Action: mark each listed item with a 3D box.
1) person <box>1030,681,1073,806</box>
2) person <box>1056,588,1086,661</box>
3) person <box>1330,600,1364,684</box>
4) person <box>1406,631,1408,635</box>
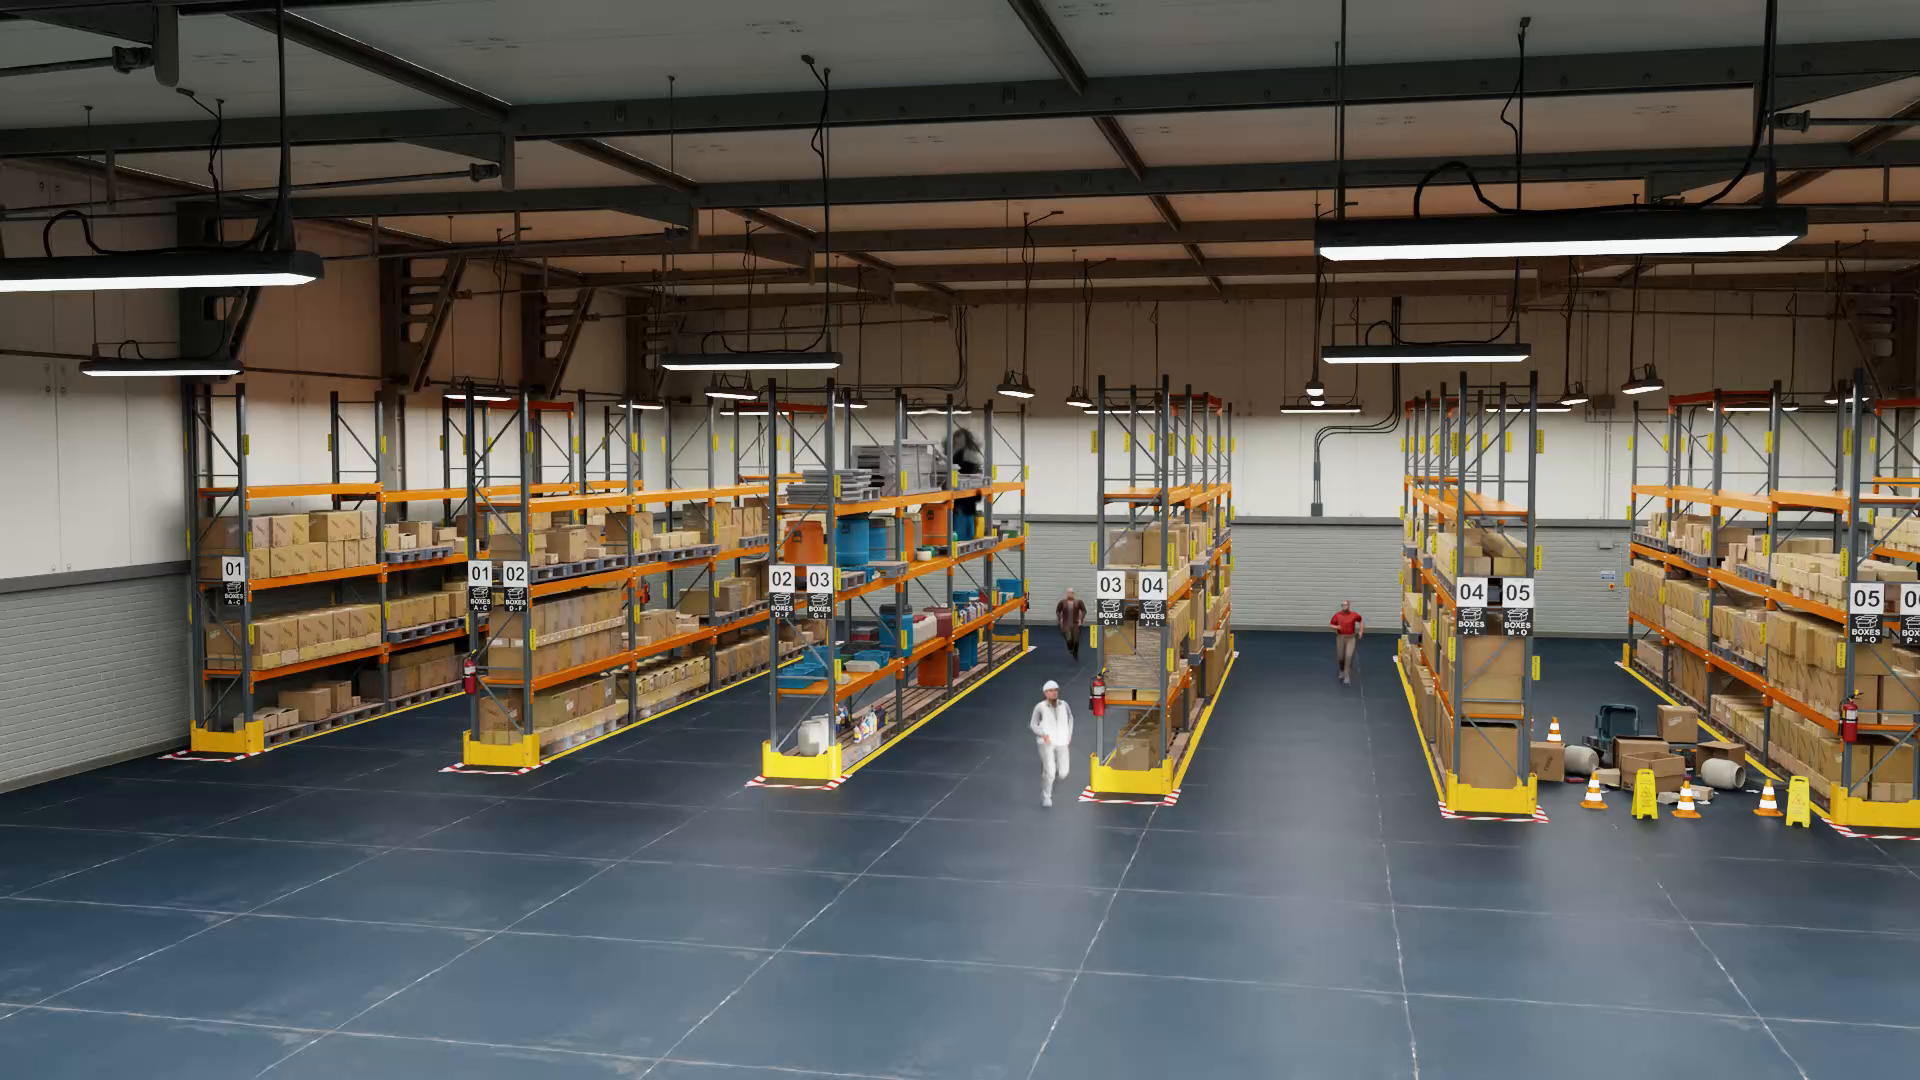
[{"bbox_3d":[1.292,2.821,23.117,0.664,1.744,0.647,-1,3,-16],"label":"person"},{"bbox_3d":[2.499,1.924,37.543,0.690,1.663,0.662,0,3,5],"label":"person"},{"bbox_3d":[8.106,2.118,34.961,0.673,1.689,1.085,1,3,21],"label":"person"},{"bbox_3d":[10.896,1.908,39.581,0.817,1.669,0.607,0,3,2],"label":"person"}]
